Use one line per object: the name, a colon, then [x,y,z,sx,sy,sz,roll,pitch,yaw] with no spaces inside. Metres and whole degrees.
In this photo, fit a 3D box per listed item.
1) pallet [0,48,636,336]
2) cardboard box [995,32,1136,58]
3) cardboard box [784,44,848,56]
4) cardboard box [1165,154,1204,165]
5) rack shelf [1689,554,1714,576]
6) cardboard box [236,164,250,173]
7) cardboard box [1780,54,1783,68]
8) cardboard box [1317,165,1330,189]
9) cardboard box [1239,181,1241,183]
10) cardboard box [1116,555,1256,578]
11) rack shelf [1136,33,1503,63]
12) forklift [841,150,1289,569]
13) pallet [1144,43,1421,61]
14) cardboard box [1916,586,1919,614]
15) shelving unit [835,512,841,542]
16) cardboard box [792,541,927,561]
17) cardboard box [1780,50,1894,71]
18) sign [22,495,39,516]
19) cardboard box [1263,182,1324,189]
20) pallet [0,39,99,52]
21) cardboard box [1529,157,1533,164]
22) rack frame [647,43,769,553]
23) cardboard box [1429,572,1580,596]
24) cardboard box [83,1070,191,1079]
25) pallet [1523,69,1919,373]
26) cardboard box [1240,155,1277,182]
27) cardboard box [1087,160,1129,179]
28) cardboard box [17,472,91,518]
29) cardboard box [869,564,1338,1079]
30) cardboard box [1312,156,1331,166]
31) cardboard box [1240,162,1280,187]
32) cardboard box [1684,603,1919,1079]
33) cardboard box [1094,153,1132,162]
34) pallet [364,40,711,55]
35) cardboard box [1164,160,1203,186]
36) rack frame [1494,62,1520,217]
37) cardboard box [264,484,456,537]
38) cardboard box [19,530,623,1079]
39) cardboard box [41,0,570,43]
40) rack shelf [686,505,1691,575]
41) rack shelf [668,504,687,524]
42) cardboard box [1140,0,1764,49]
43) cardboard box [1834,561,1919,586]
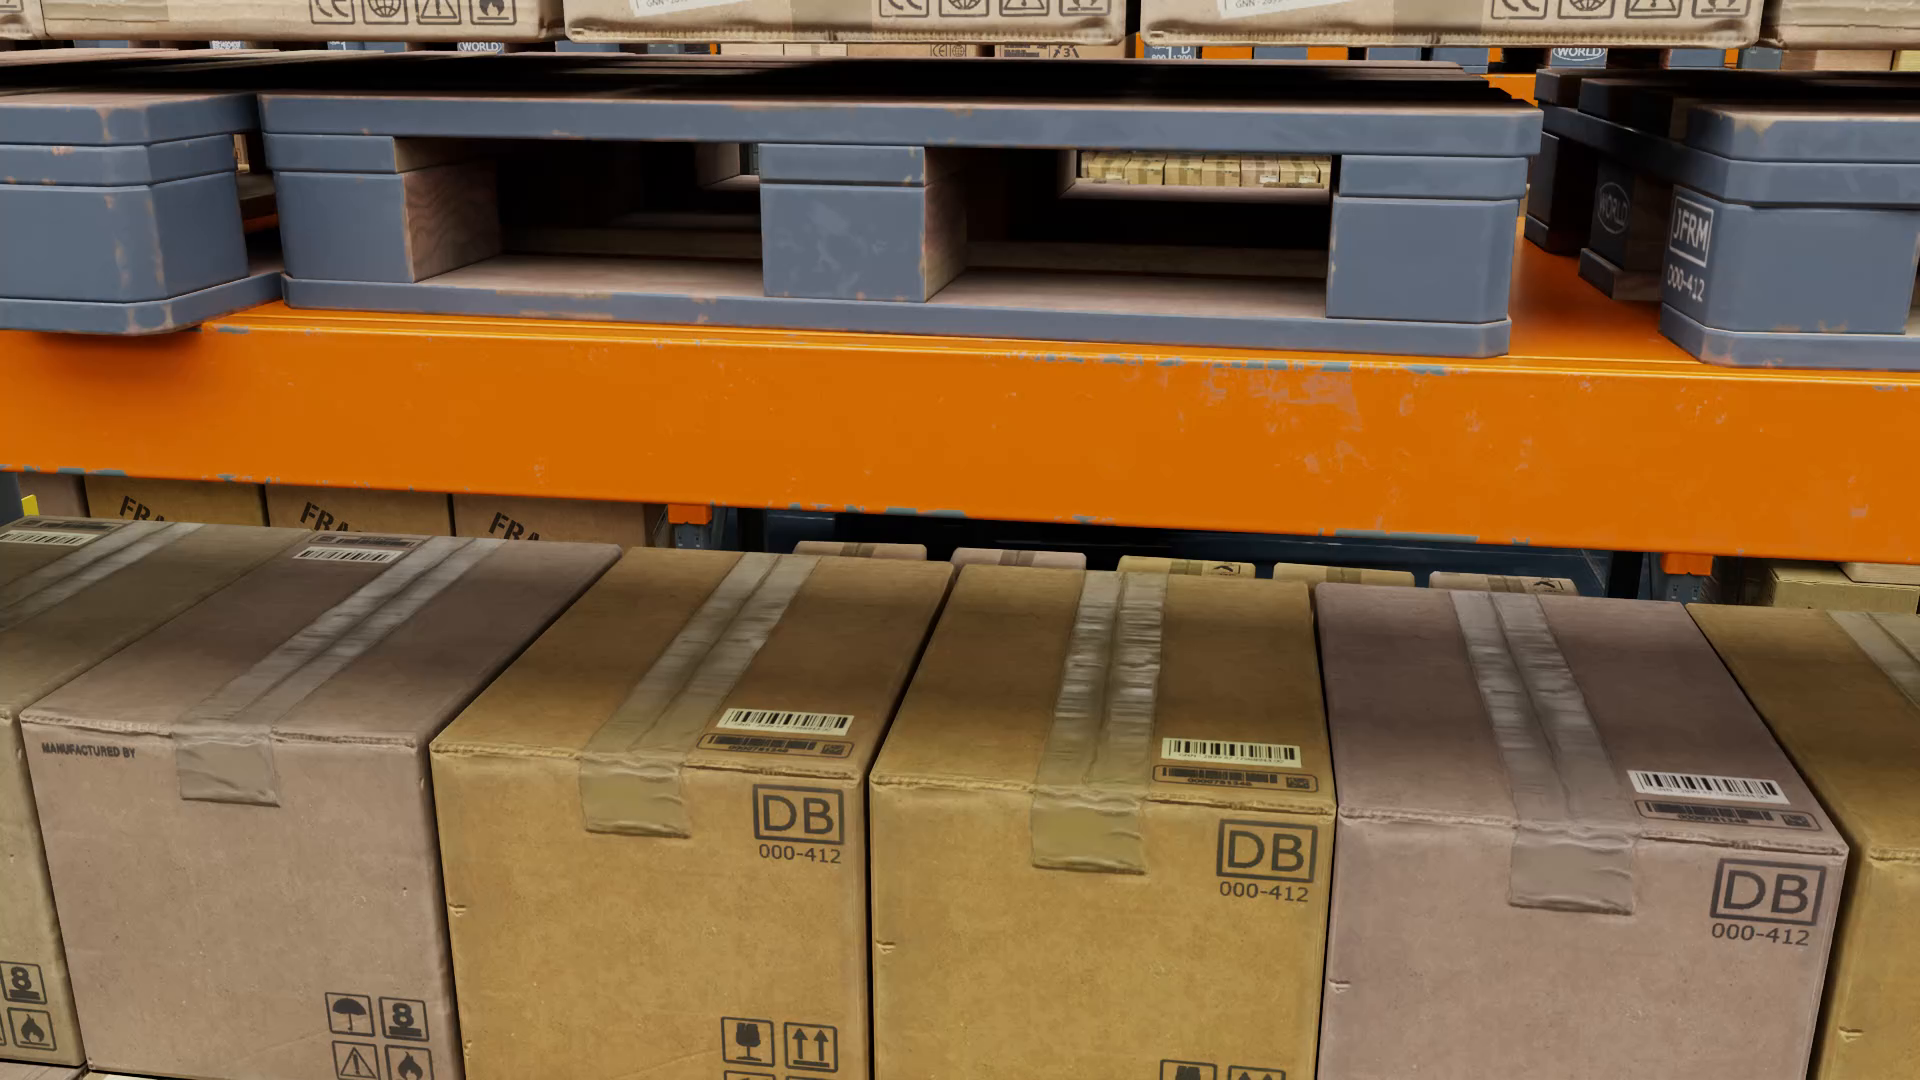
pallet: [-1.109,-0.506,2.158,1.003,0.211,1.213,4,19,11]
cardboard box: [0.443,-2.148,6.606,0.637,0.503,0.797,3,19,9]
cardboard box: [-0.532,-2.021,6.601,0.258,0.266,0.396,3,19,9]
cardboard box: [1.588,-2.631,11.758,0.250,0.149,0.380,3,19,10]
rack shelf: [4.856,-0.101,6.512,4.000,0.370,1.077,3,19,9]
cardboard box: [-3.527,-1.468,7.730,0.500,0.500,0.500,3,19,10]
cardboard box: [3.242,-1.926,6.501,0.250,0.149,0.380,3,19,9]
cardboard box: [2.521,-2.409,11.095,0.250,0.149,0.380,2,19,7]
cardboard box: [2.205,-2.428,11.781,0.500,0.250,0.500,2,19,7]
cardboard box: [0.966,0.409,7.334,0.625,0.372,0.950,4,19,10]
rack shelf: [1.690,-3.280,11.286,4.000,0.370,1.077,3,19,9]
forklift: [0.867,-1.385,9.323,3.031,2.935,1.130,1,19,4]
pallet: [1.264,-1.992,6.599,1.003,0.211,1.213,3,19,9]
cardboard box: [3.952,0.344,6.539,0.500,0.500,0.500,4,19,11]
shelving unit: [-1.189,-0.723,9.599,1.048,1.500,0.538,1,19,4]
cardboard box: [-0.512,0.334,7.557,0.625,0.372,0.950,2,19,5]
cardboard box: [3.153,-1.753,5.984,0.250,0.149,0.380,3,19,8]
sign: [-1.669,0.088,2.987,0.005,0.325,0.100,3,19,9]
cardboard box: [1.384,-1.395,6.935,0.250,0.149,0.380,4,19,12]
pallet: [-4.104,-2.247,7.365,1.217,0.209,0.805,2,19,6]
cardboard box: [4.028,-2.673,11.416,0.250,0.149,0.380,3,19,9]
rack frame: [-1.068,-0.744,7.301,0.127,3.000,1.000,3,19,9]
cardboard box: [2.363,0.478,7.126,0.625,0.372,0.950,3,19,9]
cardboard box: [-0.850,0.896,2.241,0.500,0.500,0.500,3,19,8]
pallet: [1.283,-0.350,1.695,1.217,0.209,0.805,2,19,6]
cardboard box: [2.102,-2.619,11.723,0.250,0.149,0.380,3,19,8]
cardboard box: [1.018,-2.516,11.415,0.250,0.149,0.380,3,19,9]
cardboard box: [-4.393,-0.131,8.154,0.875,0.875,0.875,4,19,10]
cardboard box: [0.199,0.391,2.173,0.500,0.500,0.700,3,19,8]
cardboard box: [2.593,-2.587,11.629,0.250,0.149,0.380,3,19,8]
cardboard box: [2.026,-2.456,11.236,0.250,0.149,0.380,3,19,9]
cardboard box: [1.197,0.443,2.019,0.500,0.500,0.700,3,19,8]
cardboard box: [1.090,-2.663,11.856,0.250,0.149,0.380,3,19,8]
pallet: [-1.712,-2.093,6.902,1.003,0.211,1.213,4,19,11]
cardboard box: [1.532,-2.502,11.373,0.250,0.149,0.380,3,19,9]
rack frame: [3.665,-2.098,11.347,0.127,3.000,1.000,3,19,9]
cardboard box: [-2.617,-0.043,7.891,0.875,0.875,0.875,3,19,9]
cardboard box: [-0.812,0.341,2.324,0.500,0.500,0.700,3,19,8]
cardboard box: [-0.579,-0.656,1.726,0.500,0.250,0.500,3,19,10]
rack shelf: [0.907,-0.303,7.114,4.000,0.370,1.077,3,19,9]
rack shelf: [-3.043,-0.504,7.716,4.000,0.370,1.077,3,19,9]
cardboard box: [0.430,-0.633,1.562,0.500,0.311,0.500,2,19,7]
cardboard box: [3.535,0.038,6.430,0.250,0.149,0.380,3,19,9]
